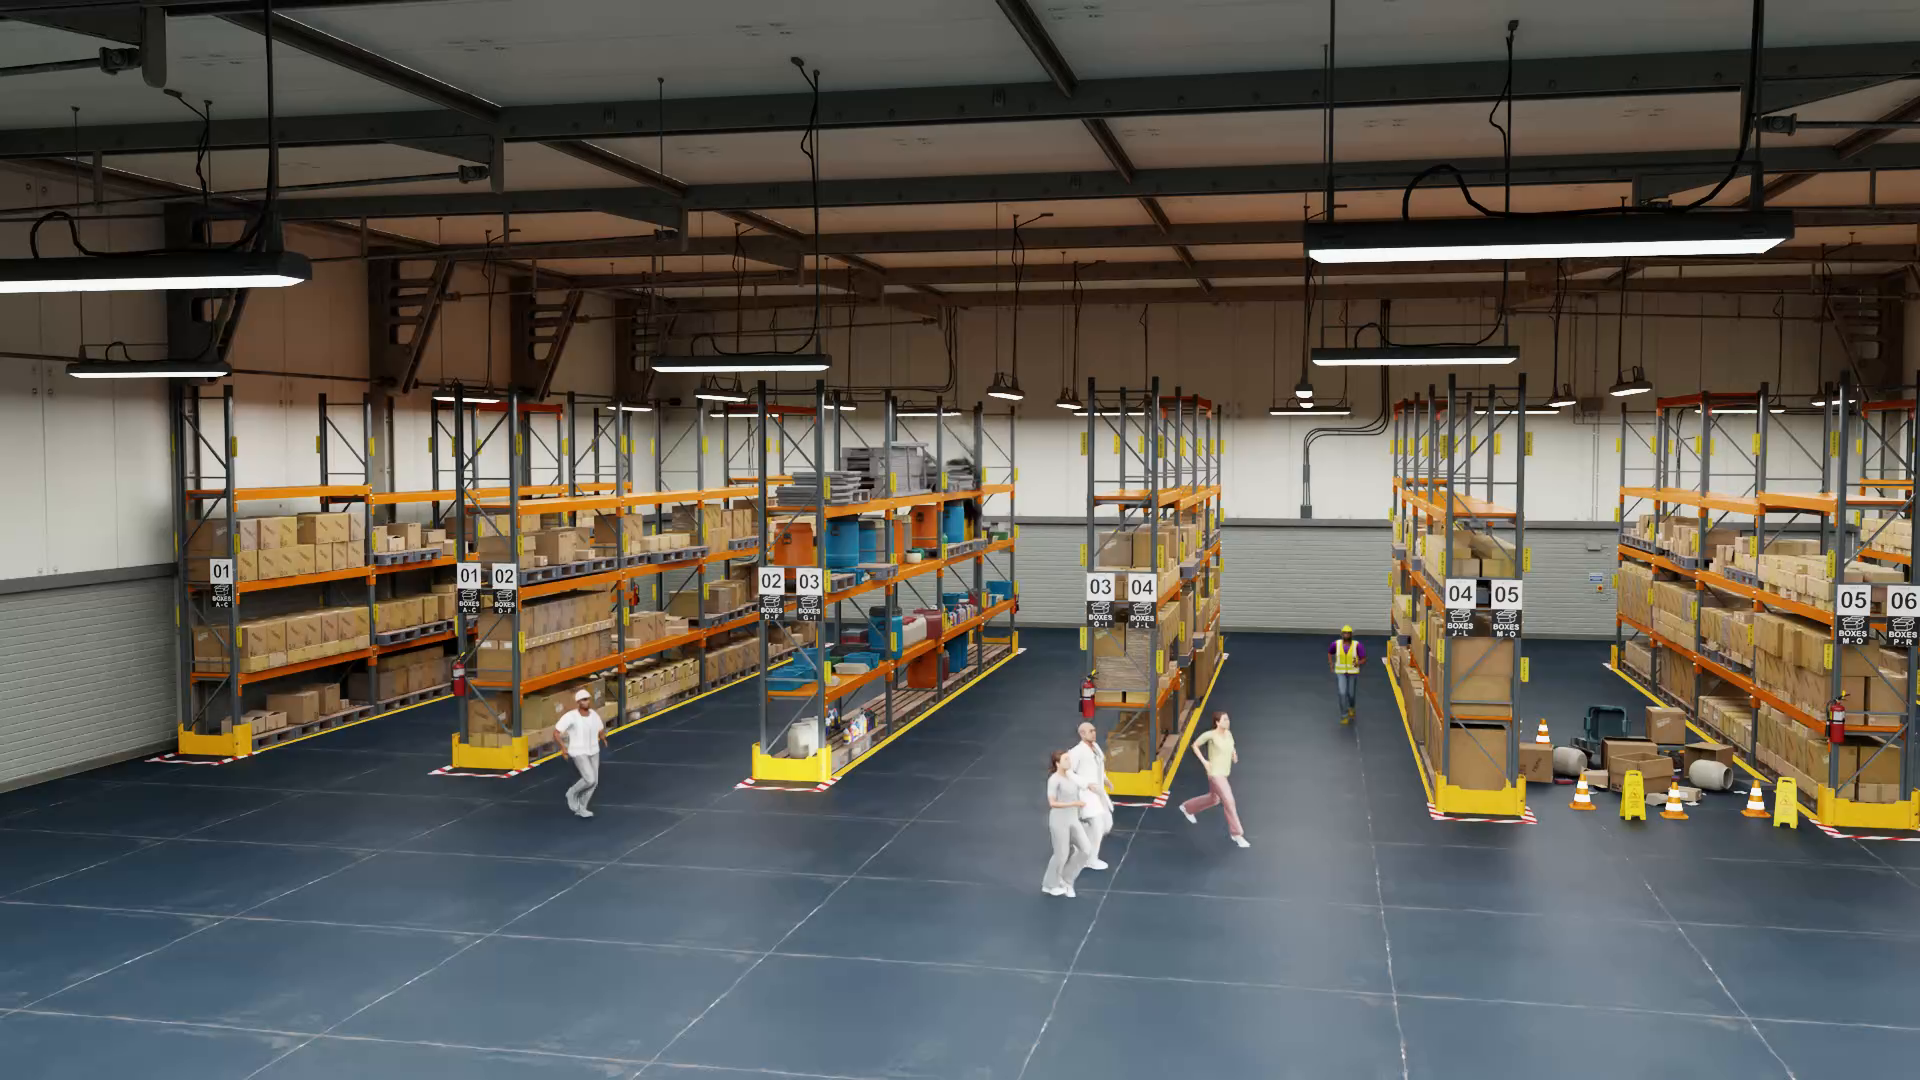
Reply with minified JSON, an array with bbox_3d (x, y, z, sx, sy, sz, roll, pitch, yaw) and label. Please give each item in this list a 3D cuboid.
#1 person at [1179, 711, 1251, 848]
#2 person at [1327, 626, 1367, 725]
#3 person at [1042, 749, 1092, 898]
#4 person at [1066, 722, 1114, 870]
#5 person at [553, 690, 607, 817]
[{"bbox_3d":[3.257,2.997,21.158,1.115,1.691,0.522,3,4,40],"label":"person"},{"bbox_3d":[7.013,2.429,30.169,0.701,1.769,0.827,1,3,14],"label":"person"},{"bbox_3d":[1.186,3.269,18.385,0.625,1.414,0.547,3,4,39],"label":"person"},{"bbox_3d":[1.521,3.028,19.767,0.653,1.724,0.707,3,4,40],"label":"person"},{"bbox_3d":[-5.042,2.882,22.431,0.577,1.716,0.705,3,4,39],"label":"person"}]
